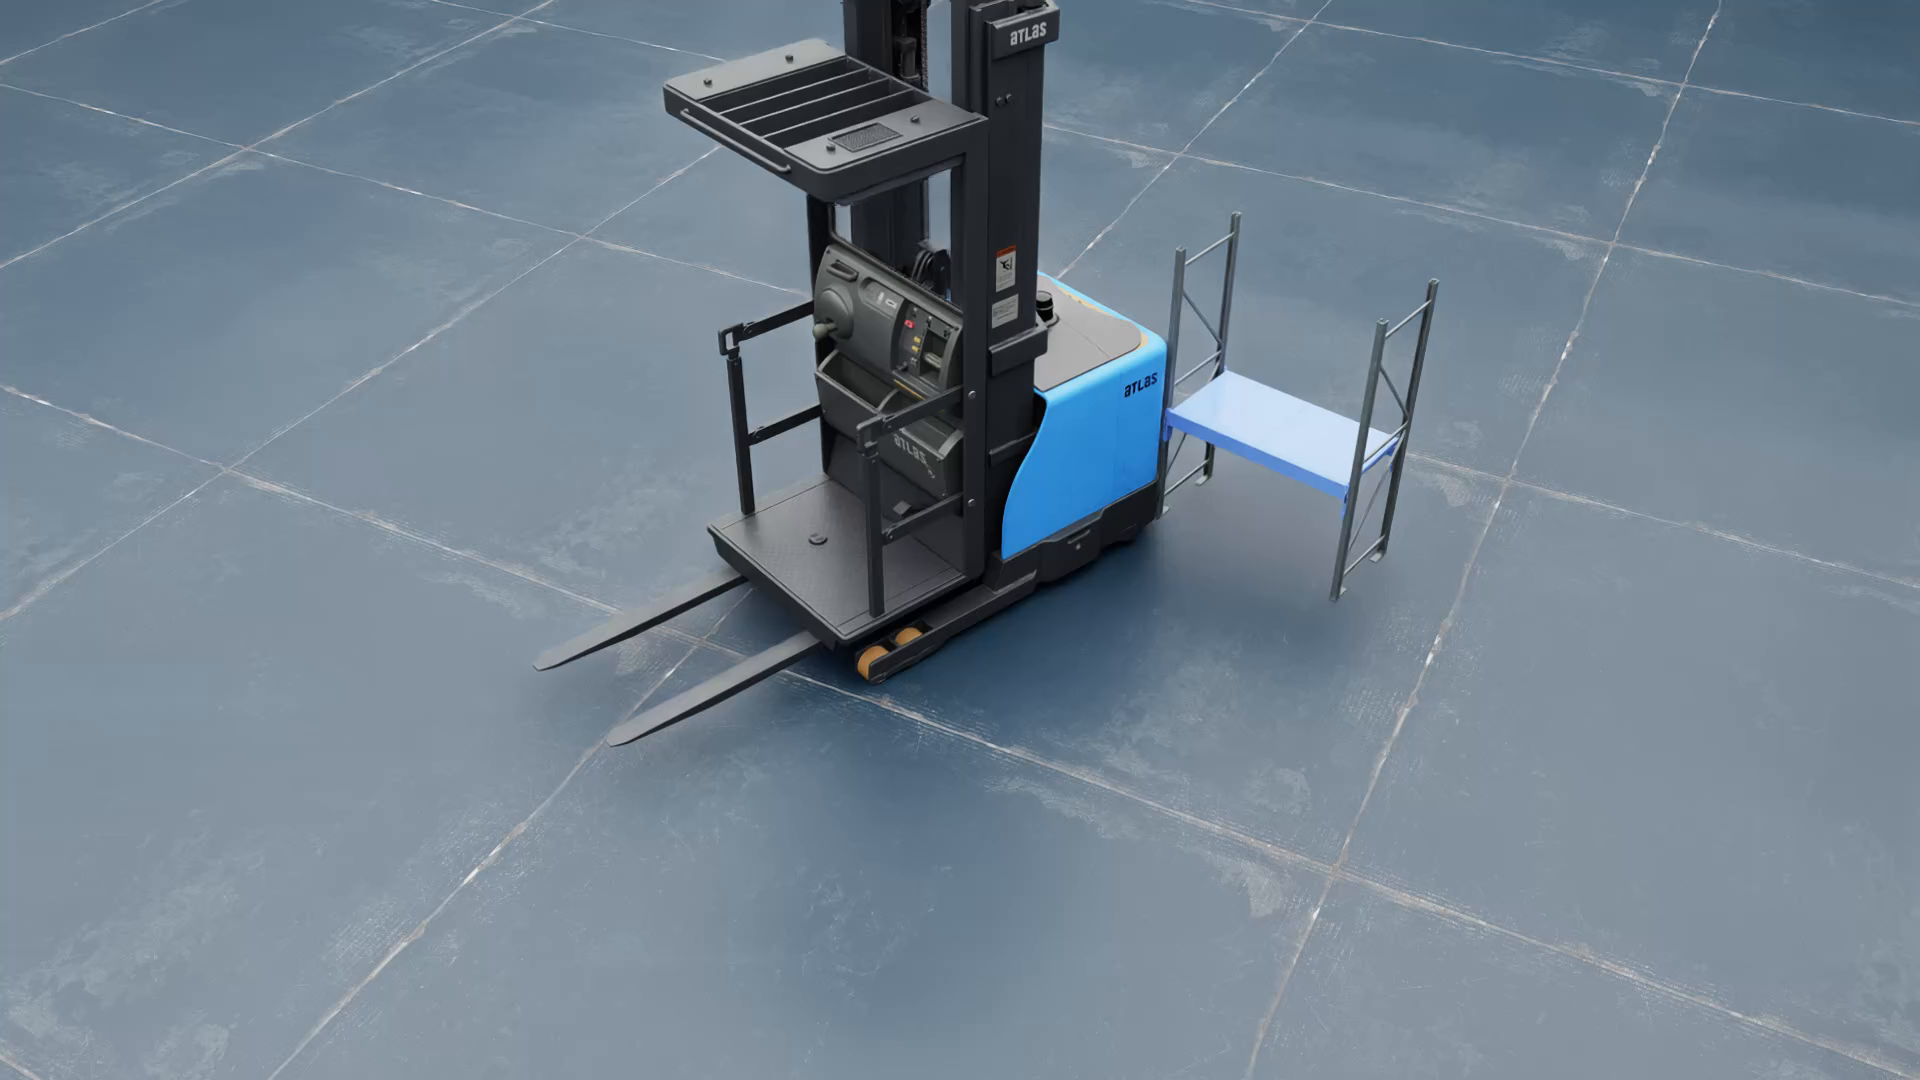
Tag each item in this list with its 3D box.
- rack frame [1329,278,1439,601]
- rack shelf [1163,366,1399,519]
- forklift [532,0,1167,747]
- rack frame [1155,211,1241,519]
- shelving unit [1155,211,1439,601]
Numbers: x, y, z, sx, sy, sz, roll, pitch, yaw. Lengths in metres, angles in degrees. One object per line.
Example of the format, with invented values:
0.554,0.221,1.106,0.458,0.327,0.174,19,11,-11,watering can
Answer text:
1.922,-0.428,7.573,0.032,1.500,0.500,27,45,31,rack frame
1.534,-0.483,7.943,1.000,0.185,0.538,27,45,31,rack shelf
-0.477,-0.890,6.998,3.031,2.935,1.130,-27,45,-31,forklift
1.146,-0.825,8.096,0.032,1.500,0.500,27,45,31,rack frame
1.534,-0.626,7.834,1.048,1.500,0.538,27,45,31,shelving unit
